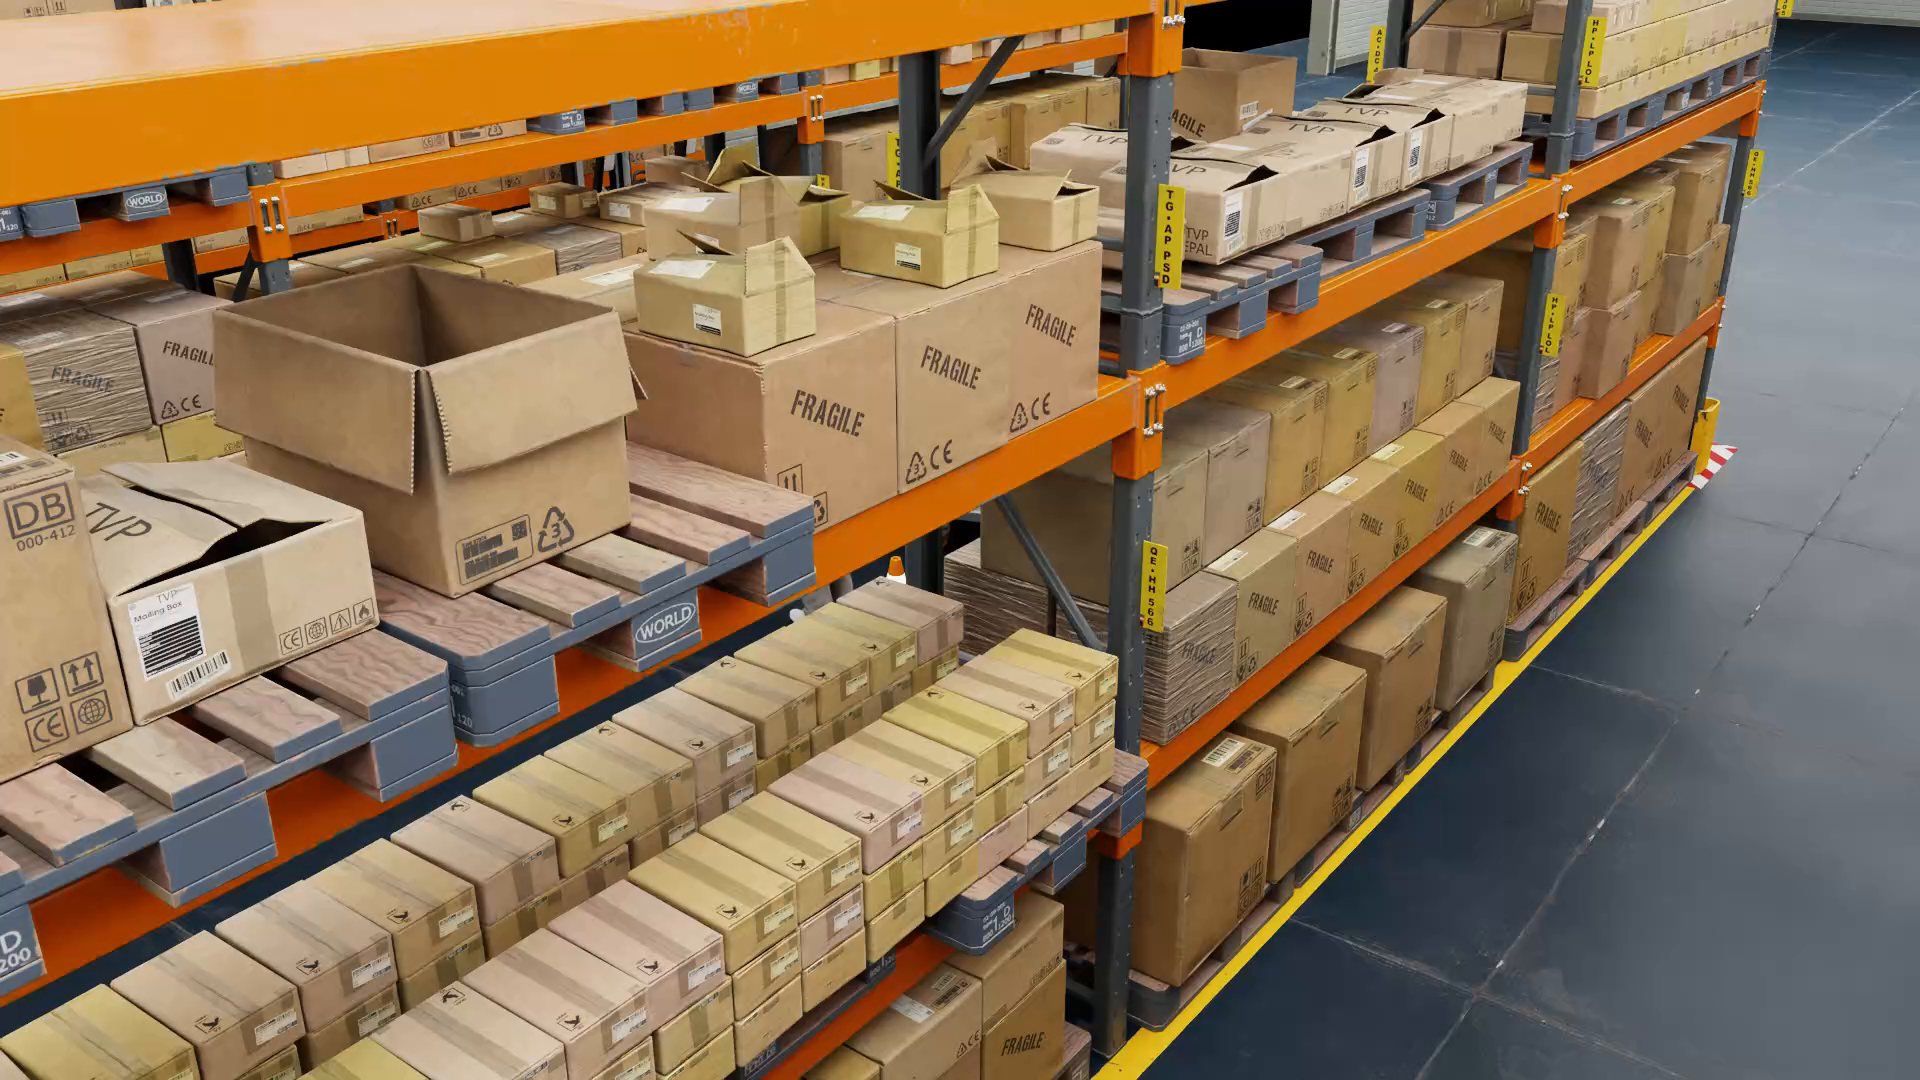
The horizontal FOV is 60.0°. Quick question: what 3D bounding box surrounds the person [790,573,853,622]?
[{"bbox_3d":[-0.859,-0.291,9.782,0.559,1.661,0.439,17,29,33],"label":"person"}]
